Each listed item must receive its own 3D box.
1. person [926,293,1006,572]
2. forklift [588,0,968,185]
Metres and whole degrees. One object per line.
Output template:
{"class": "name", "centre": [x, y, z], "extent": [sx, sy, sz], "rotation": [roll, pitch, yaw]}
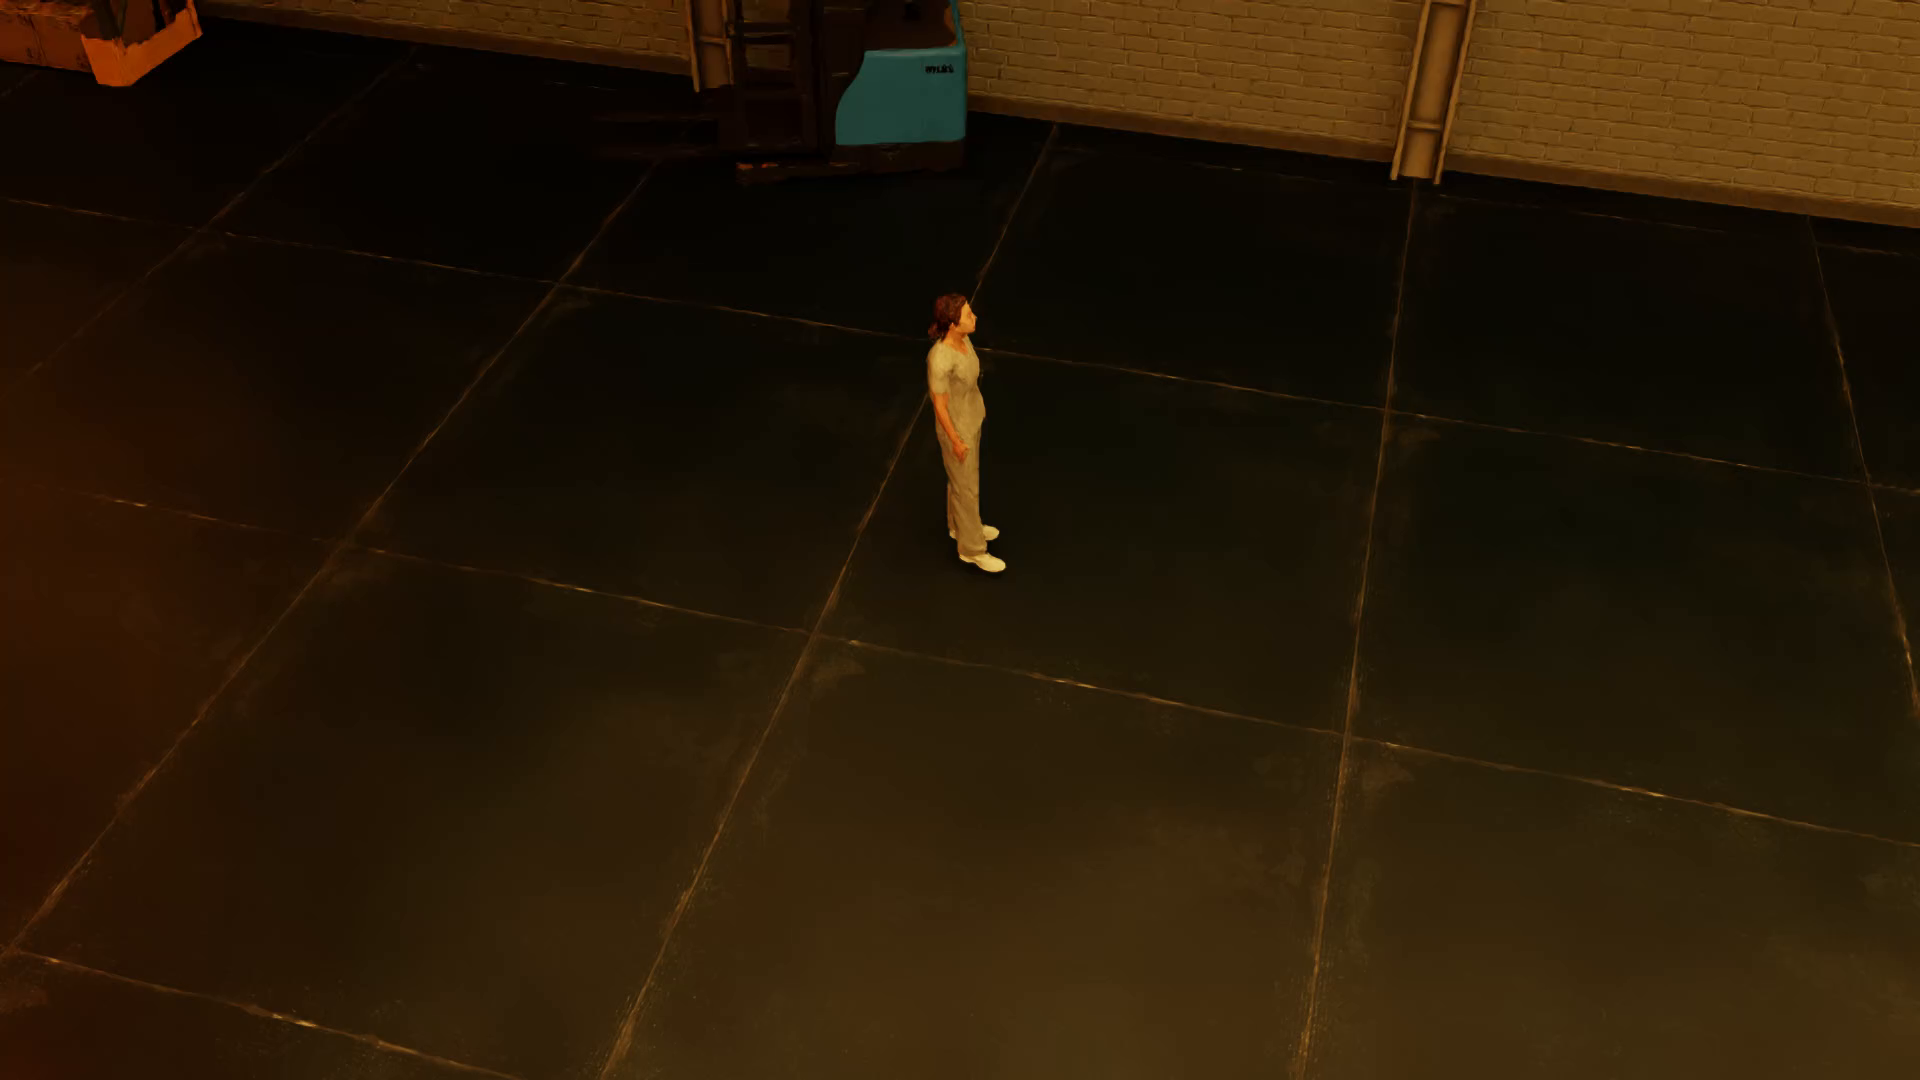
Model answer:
{"class": "person", "centre": [0.067, -0.644, 9.478], "extent": [0.549, 1.673, 0.550], "rotation": [10, 42, 11]}
{"class": "forklift", "centre": [-1.482, -4.309, 12.777], "extent": [3.031, 2.935, 1.130], "rotation": [-3, 41, -4]}
